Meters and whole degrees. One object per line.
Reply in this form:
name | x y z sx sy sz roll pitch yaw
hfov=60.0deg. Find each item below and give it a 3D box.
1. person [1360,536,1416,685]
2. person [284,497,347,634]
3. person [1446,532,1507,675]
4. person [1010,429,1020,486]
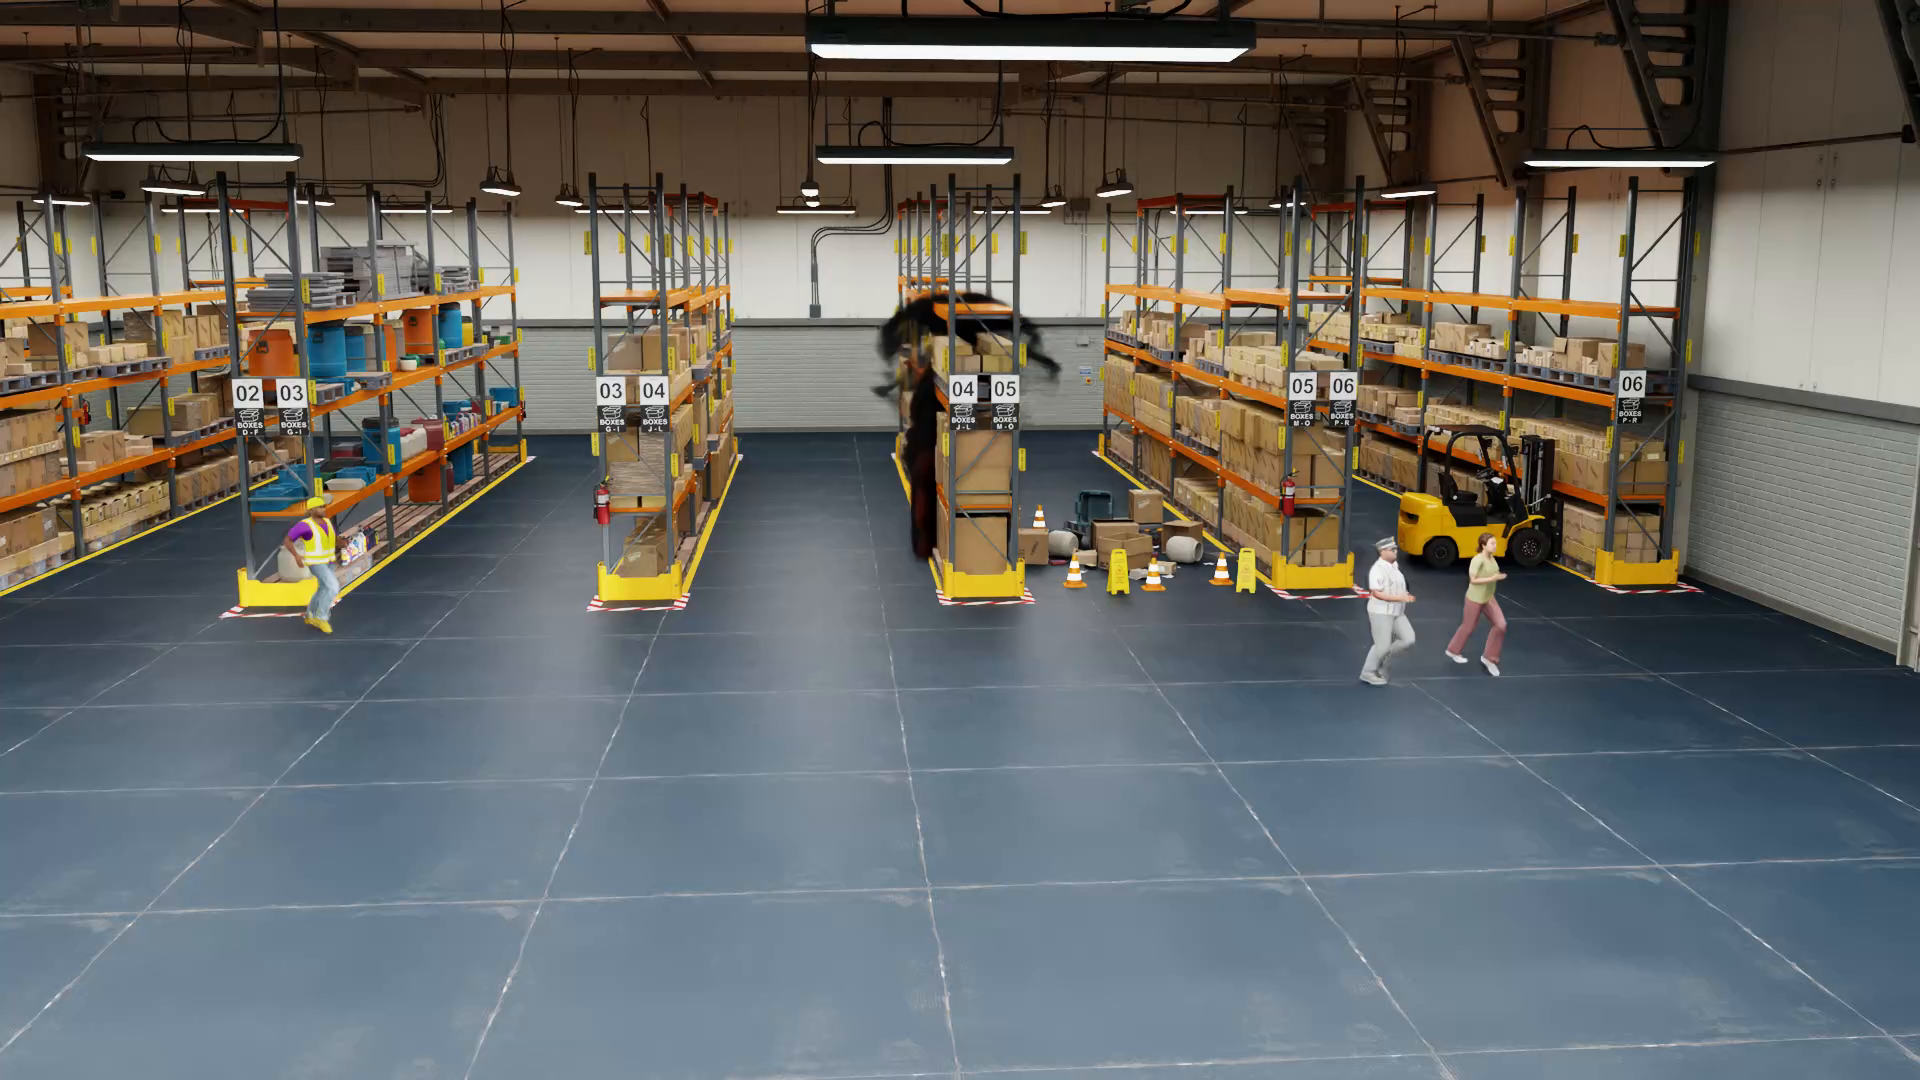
person | 4.920 0.813 19.018 0.636 1.742 0.640 9 13 41
person | -8.359 0.331 21.783 0.727 1.798 0.671 3 10 15
person | 6.131 0.747 19.732 0.547 1.726 0.795 -7 12 -33
person | 0.911 -2.014 34.979 0.682 1.745 0.654 -1 10 -8
